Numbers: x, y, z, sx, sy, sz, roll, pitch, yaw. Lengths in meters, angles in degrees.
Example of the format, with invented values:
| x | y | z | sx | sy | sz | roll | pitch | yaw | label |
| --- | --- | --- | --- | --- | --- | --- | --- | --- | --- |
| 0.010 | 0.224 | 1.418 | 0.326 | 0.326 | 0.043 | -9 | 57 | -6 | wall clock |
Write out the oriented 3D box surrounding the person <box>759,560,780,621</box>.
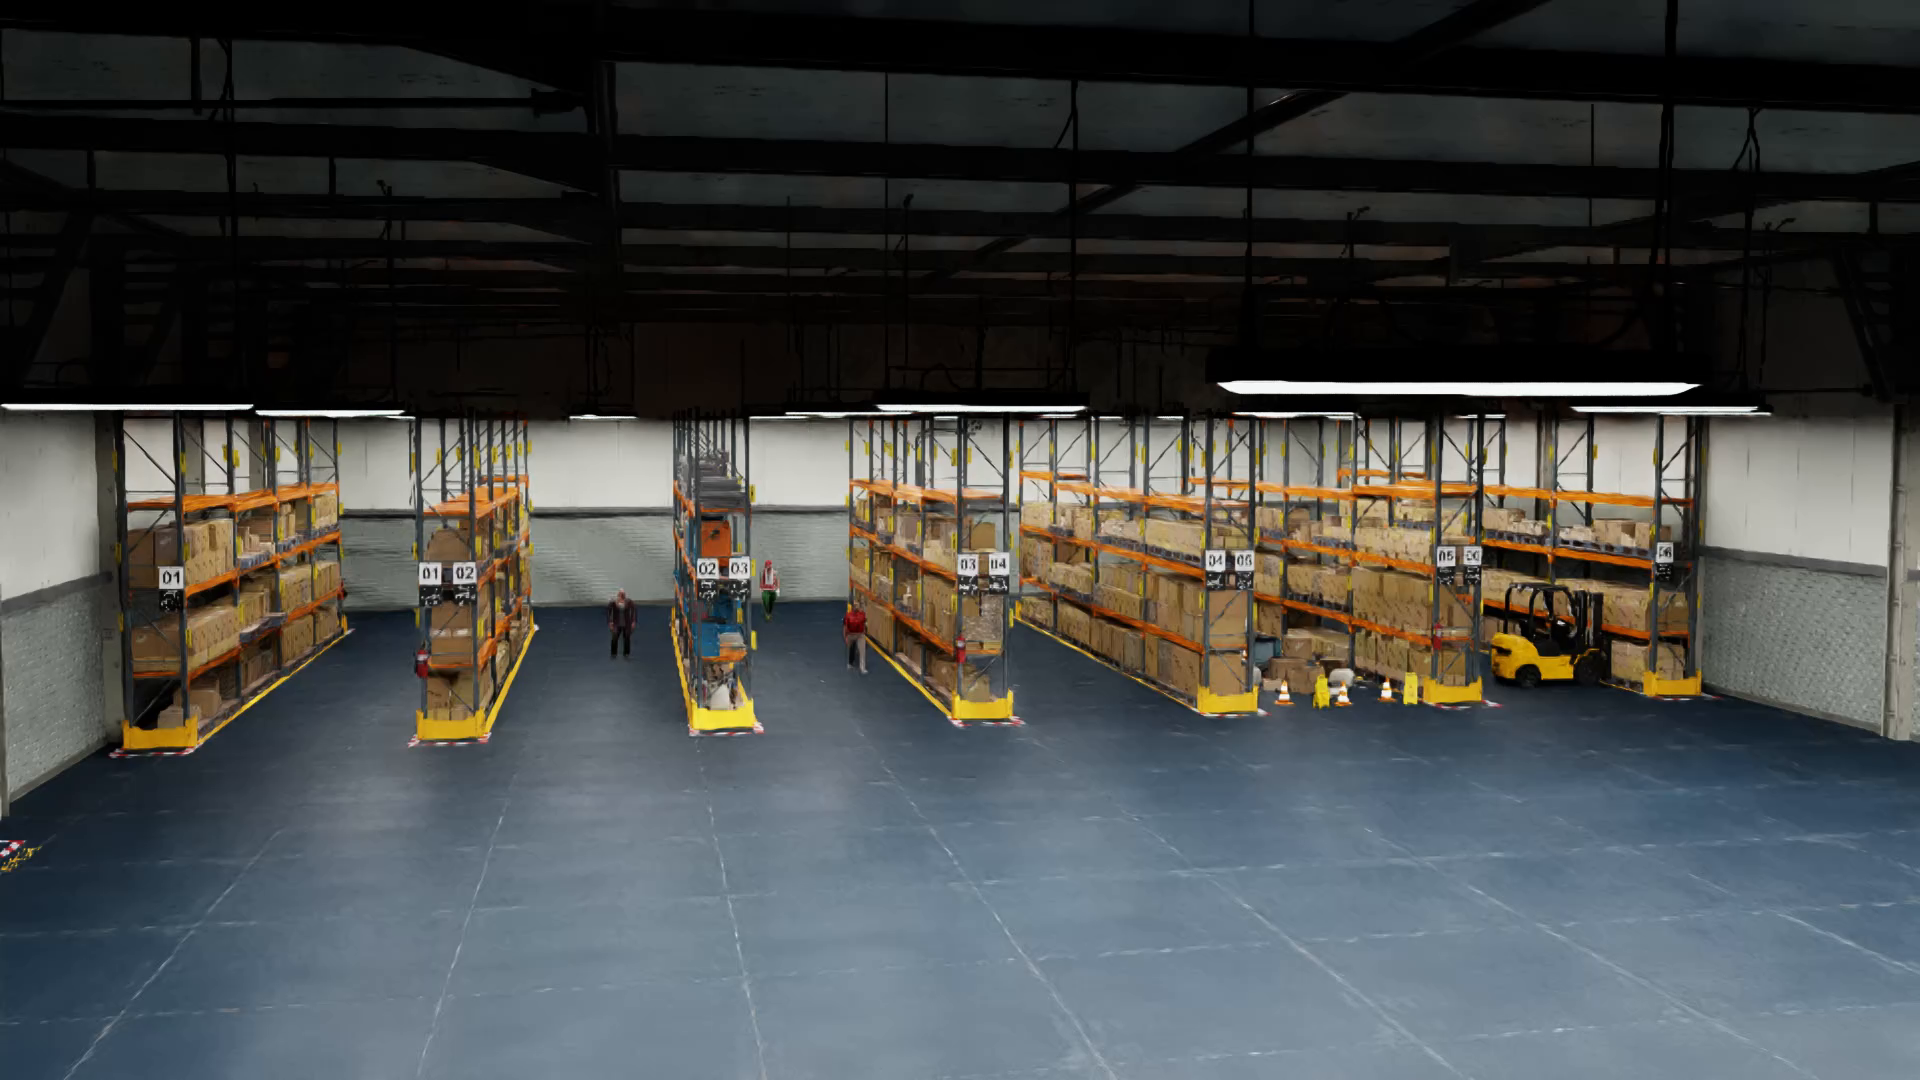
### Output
| x | y | z | sx | sy | sz | roll | pitch | yaw | label |
| --- | --- | --- | --- | --- | --- | --- | --- | --- | --- |
| -5.506 | 1.439 | 48.064 | 0.567 | 1.736 | 1.043 | -1 | 4 | -12 | person |

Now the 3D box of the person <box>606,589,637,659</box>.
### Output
| x | y | z | sx | sy | sz | roll | pitch | yaw | label |
| --- | --- | --- | --- | --- | --- | --- | --- | --- | --- |
| -8.150 | 2.017 | 40.024 | 0.729 | 1.733 | 0.546 | -1 | 4 | -12 | person |

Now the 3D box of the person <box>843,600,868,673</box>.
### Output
| x | y | z | sx | sy | sz | roll | pitch | yaw | label |
| --- | --- | --- | --- | --- | --- | --- | --- | --- | --- |
| -2.387 | 2.191 | 37.884 | 0.542 | 1.645 | 1.126 | -1 | 4 | -9 | person |

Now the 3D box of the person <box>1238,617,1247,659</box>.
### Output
| x | y | z | sx | sy | sz | roll | pitch | yaw | label |
| --- | --- | --- | --- | --- | --- | --- | --- | --- | --- |
| 6.663 | 2.070 | 39.355 | 0.550 | 1.659 | 0.571 | 1 | 4 | 18 | person |

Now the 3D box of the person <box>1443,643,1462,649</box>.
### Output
| x | y | z | sx | sy | sz | roll | pitch | yaw | label |
| --- | --- | --- | --- | --- | --- | --- | --- | --- | --- |
| 11.049 | 2.220 | 37.529 | 0.432 | 1.668 | 0.503 | -3 | 5 | -37 | person |
